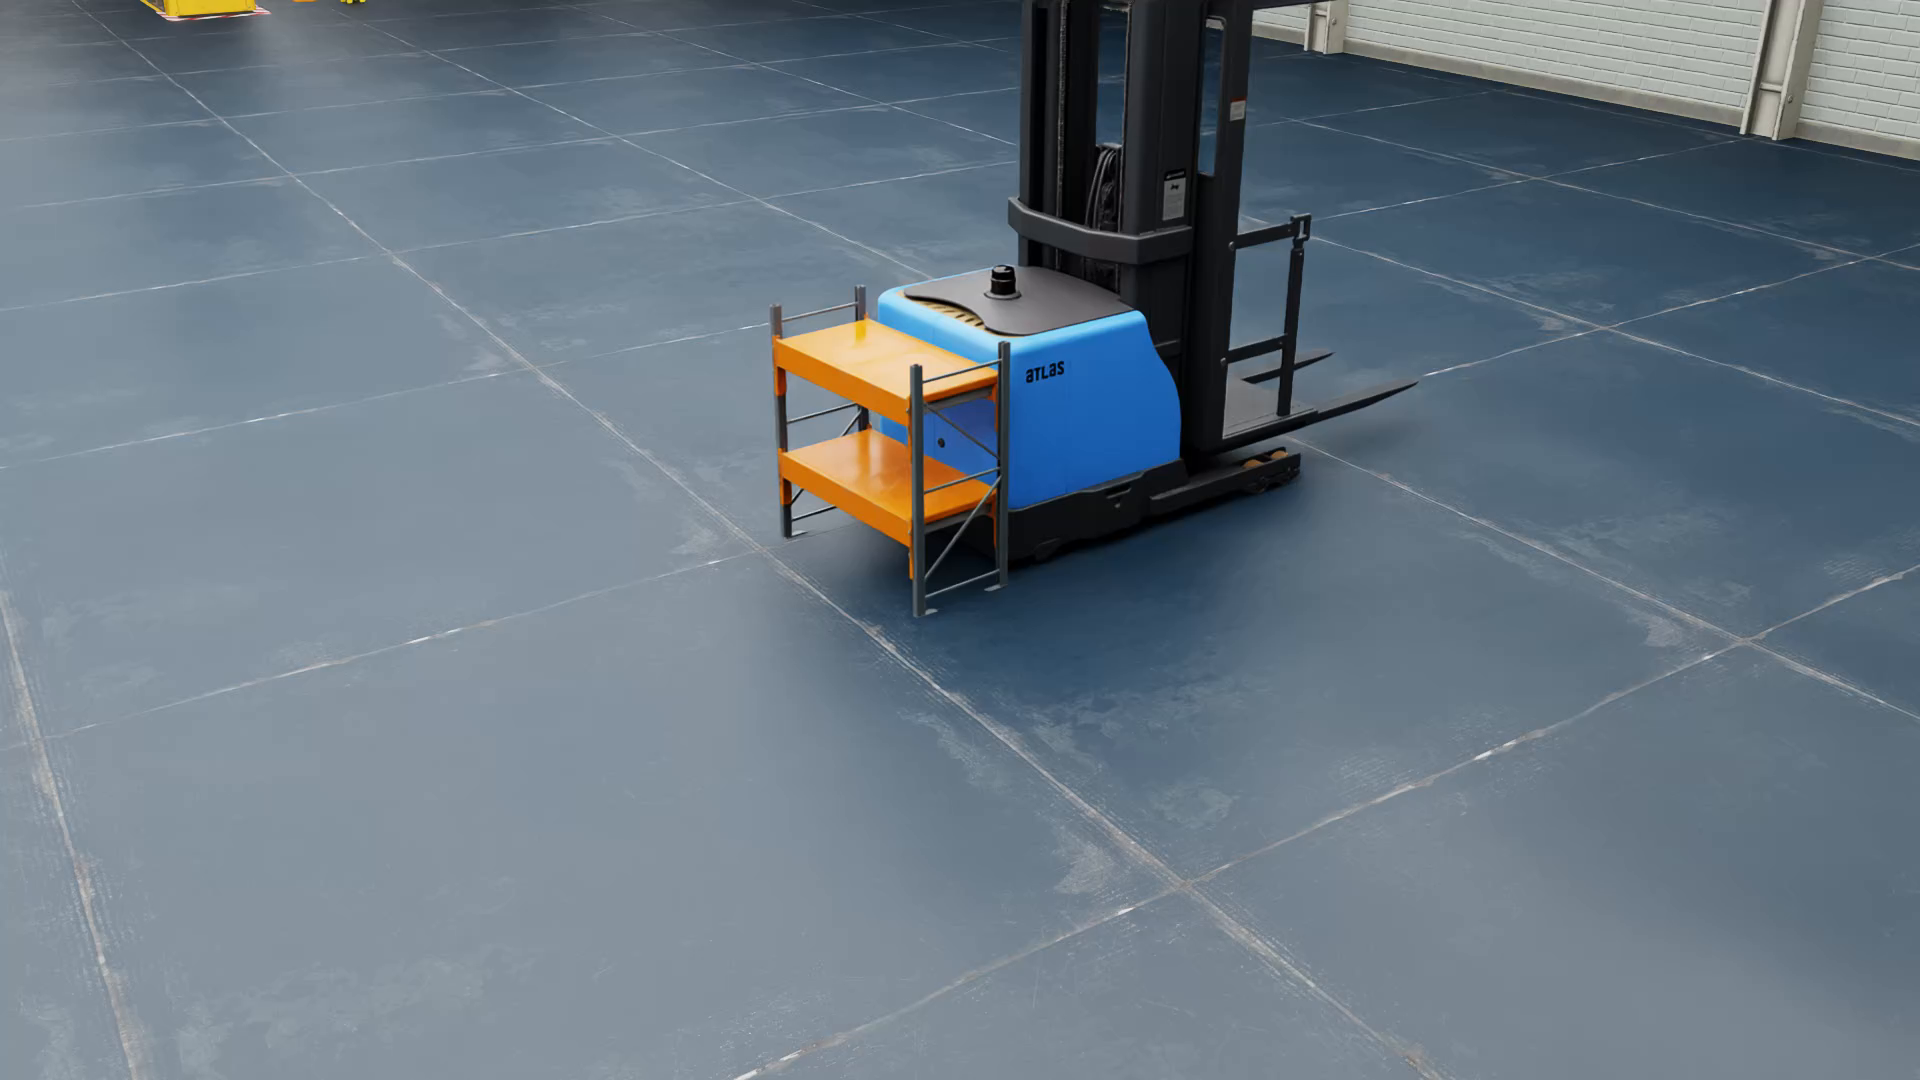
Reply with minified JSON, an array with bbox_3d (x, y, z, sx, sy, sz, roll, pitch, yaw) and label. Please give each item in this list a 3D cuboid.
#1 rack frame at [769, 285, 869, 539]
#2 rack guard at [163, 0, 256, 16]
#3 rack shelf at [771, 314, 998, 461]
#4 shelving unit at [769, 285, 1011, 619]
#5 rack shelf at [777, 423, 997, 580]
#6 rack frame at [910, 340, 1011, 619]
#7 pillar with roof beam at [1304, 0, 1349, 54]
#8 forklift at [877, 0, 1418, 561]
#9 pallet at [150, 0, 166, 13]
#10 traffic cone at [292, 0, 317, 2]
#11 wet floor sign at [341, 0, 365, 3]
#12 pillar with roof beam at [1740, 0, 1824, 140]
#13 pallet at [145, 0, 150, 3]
[{"bbox_3d":[-0.633,-0.583,7.667,0.500,1.125,0.032,-19,31,-35],"label":"rack frame"},{"bbox_3d":[-10.663,-7.749,23.580,1.175,0.500,0.348,-16,29,-30],"label":"rack guard"},{"bbox_3d":[-0.314,-0.679,7.184,0.538,0.278,1.000,-19,31,-35],"label":"rack shelf"},{"bbox_3d":[-0.314,-0.414,7.309,0.538,1.125,1.048,-19,31,-35],"label":"shelving unit"},{"bbox_3d":[-0.314,-0.193,7.414,0.538,0.278,1.000,-19,31,-35],"label":"rack shelf"},{"bbox_3d":[0.005,-0.245,6.951,0.500,1.125,0.032,-19,31,-35],"label":"rack frame"},{"bbox_3d":[0.892,-9.113,16.512,9.100,9.000,0.400,-16,29,-30],"label":"pillar with roof beam"},{"bbox_3d":[1.088,-1.717,7.954,3.031,2.935,1.130,-18,31,-33],"label":"forklift"},{"bbox_3d":[-11.178,-7.895,24.227,1.003,0.211,1.213,-16,29,-30],"label":"pallet"},{"bbox_3d":[-9.776,-8.262,24.709,0.336,0.463,0.334,-16,29,-30],"label":"traffic cone"},{"bbox_3d":[-9.001,-8.275,24.522,0.267,0.644,0.232,-22,33,-38],"label":"wet floor sign"},{"bbox_3d":[4.167,-6.967,11.966,9.100,9.000,0.400,-16,29,-30],"label":"pillar with roof beam"},{"bbox_3d":[-11.840,-8.331,25.150,1.003,0.211,1.213,-16,29,-30],"label":"pallet"}]
